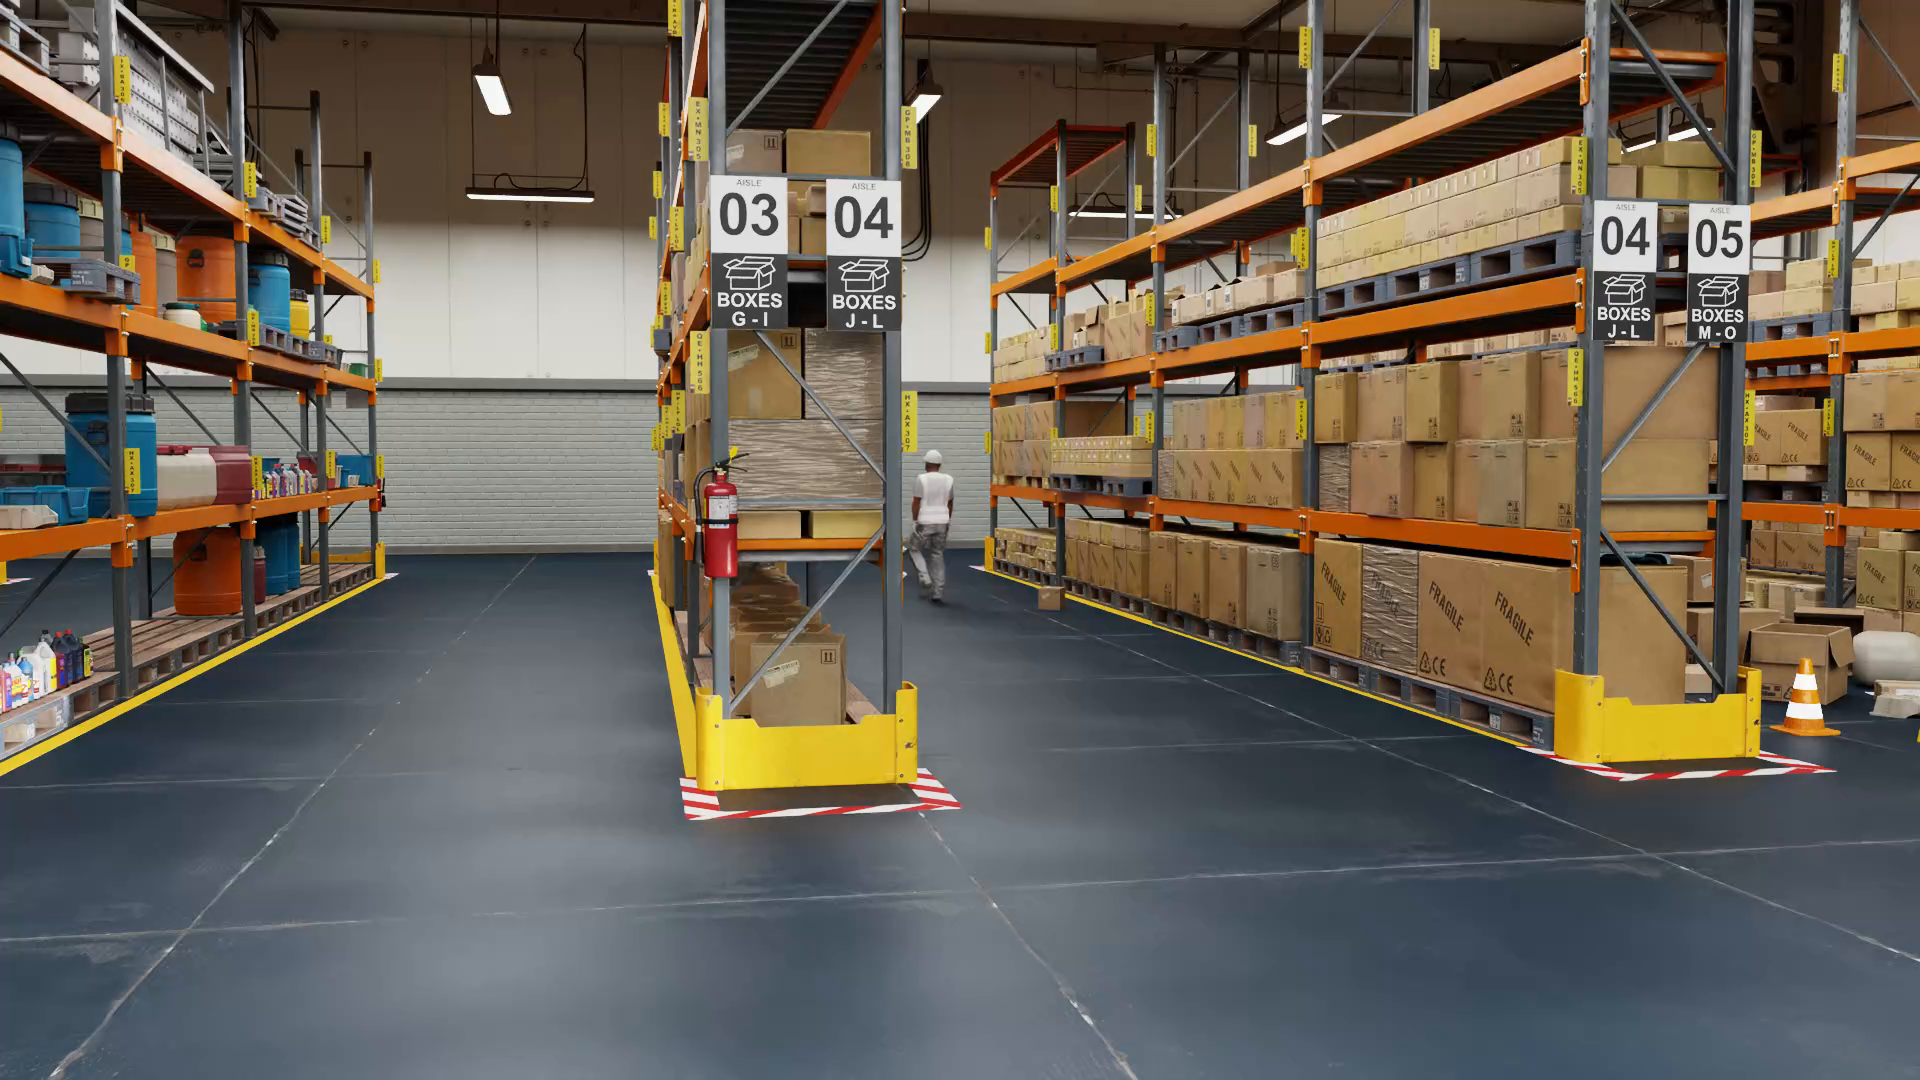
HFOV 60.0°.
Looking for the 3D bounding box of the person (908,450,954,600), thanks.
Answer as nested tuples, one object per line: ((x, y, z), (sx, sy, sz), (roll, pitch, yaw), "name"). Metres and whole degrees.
((-0.346, -0.183, 19.977), (0.563, 1.794, 0.452), (-1, 3, -23), "person")
